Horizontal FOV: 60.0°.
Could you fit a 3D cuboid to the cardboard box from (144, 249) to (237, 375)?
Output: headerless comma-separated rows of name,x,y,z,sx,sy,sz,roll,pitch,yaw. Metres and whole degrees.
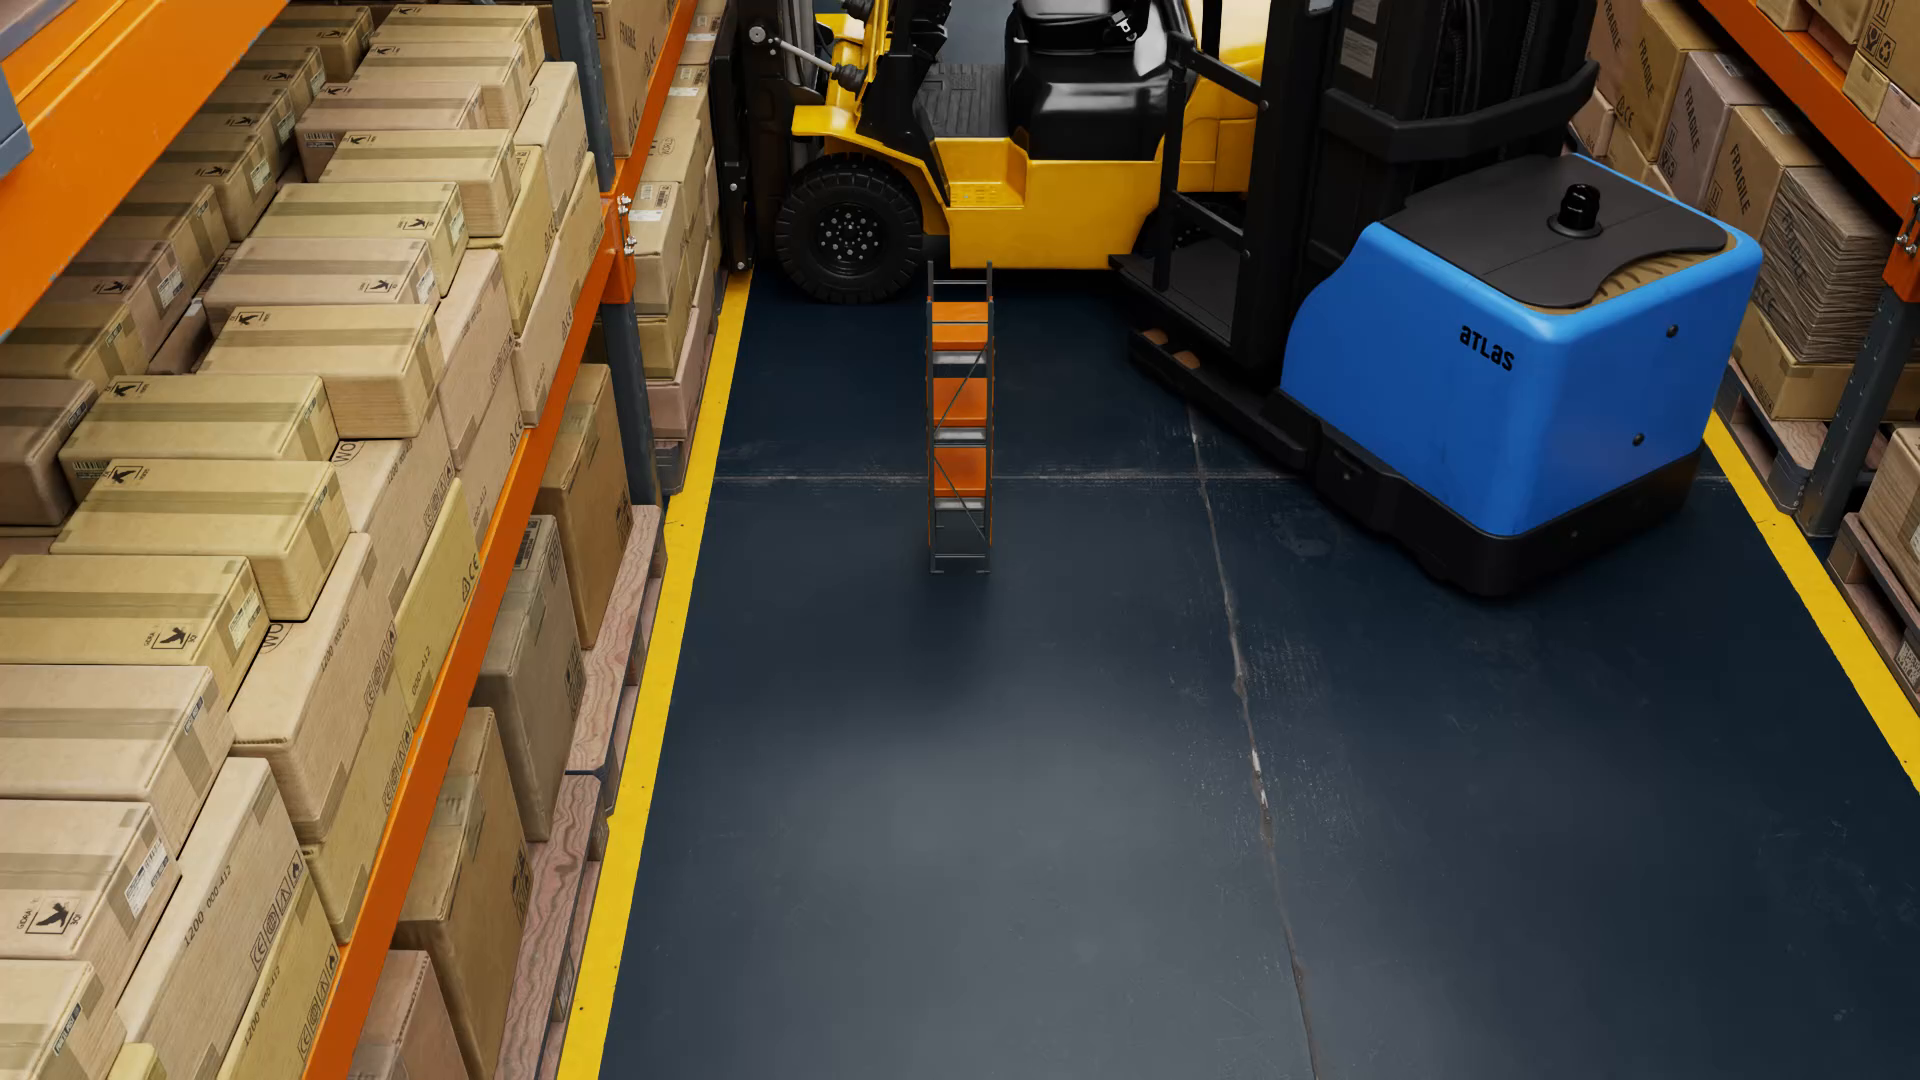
cardboard box,-1.811,-0.389,3.557,0.500,0.250,0.500,-1,39,-1

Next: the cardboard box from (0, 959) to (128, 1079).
cardboard box,-1.238,0.637,1.958,0.380,0.149,0.250,1,39,1

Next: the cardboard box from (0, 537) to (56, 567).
cardboard box,-1.809,0.245,2.765,0.500,0.250,0.500,0,39,0

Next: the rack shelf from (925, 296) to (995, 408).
rack shelf,0.000,-0.589,5.209,0.215,0.259,0.240,0,39,0

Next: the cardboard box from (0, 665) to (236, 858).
cardboard box,-1.277,0.313,2.362,0.380,0.149,0.250,0,39,0

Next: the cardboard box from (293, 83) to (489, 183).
cardboard box,-1.347,-0.970,3.963,0.380,0.149,0.250,0,39,0

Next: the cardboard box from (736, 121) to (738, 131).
cardboard box,-1.218,-1.740,6.985,0.500,0.250,0.500,0,39,0

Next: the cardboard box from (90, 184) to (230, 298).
cardboard box,-1.806,-0.638,3.549,0.380,0.149,0.250,0,39,0

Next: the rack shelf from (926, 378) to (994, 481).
rack shelf,0.000,-0.368,5.387,0.215,0.259,0.240,0,39,0

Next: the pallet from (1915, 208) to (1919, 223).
pallet,3.284,-0.659,4.327,1.003,0.211,1.213,0,39,0

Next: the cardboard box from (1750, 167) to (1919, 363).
cardboard box,3.160,-0.965,5.819,0.500,0.500,0.500,-1,39,-1

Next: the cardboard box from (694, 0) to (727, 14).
cardboard box,-1.210,-2.266,7.242,0.500,0.250,0.500,0,39,1

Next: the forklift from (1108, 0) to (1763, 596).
forklift,1.327,-1.852,5.718,1.130,2.935,3.031,-22,44,-25

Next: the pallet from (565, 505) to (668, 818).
pallet,-1.495,0.343,5.153,1.003,0.211,1.213,0,39,0

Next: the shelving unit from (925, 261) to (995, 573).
shelving unit,0.000,-0.376,5.380,0.215,1.050,0.252,0,39,0

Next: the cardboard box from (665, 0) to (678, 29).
cardboard box,-1.293,-2.165,5.973,0.500,0.500,0.500,0,39,0

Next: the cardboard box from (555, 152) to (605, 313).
cardboard box,-1.273,-0.832,4.510,0.500,0.250,0.500,1,39,1

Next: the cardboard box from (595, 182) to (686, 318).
cardboard box,-1.222,-0.989,5.649,0.500,0.250,0.500,-1,39,-1

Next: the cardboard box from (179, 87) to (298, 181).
cardboard box,-1.802,-0.954,3.943,0.380,0.149,0.250,0,39,0

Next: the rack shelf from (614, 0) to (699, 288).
rack shelf,-1.537,-2.176,6.641,1.077,0.370,4.000,0,39,0

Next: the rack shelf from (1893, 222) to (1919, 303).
rack shelf,3.431,0.320,3.527,1.077,0.370,4.000,0,39,0

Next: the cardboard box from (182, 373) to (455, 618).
cardboard box,-1.294,-0.078,3.169,0.500,0.250,0.500,0,39,1

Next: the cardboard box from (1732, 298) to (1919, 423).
cardboard box,3.159,-0.672,6.053,0.500,0.250,0.500,2,39,2

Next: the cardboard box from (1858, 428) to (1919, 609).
cardboard box,3.432,-0.022,5.144,0.950,0.372,0.625,0,39,1

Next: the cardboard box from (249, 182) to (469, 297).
cardboard box,-1.276,-0.642,3.553,0.380,0.149,0.250,-1,39,-1

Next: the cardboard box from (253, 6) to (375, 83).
cardboard box,-1.749,-1.278,4.347,0.380,0.149,0.250,-1,39,-1

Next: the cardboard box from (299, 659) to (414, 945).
cardboard box,-1.290,0.440,2.922,0.500,0.250,0.500,-1,39,-2

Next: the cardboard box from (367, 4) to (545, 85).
cardboard box,-1.313,-1.284,4.355,0.380,0.149,0.250,1,39,2

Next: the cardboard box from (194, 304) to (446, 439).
cardboard box,-1.204,-0.320,3.151,0.380,0.149,0.250,-1,39,-1

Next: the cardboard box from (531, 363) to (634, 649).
cardboard box,-1.523,-0.117,5.060,0.875,0.625,0.625,2,39,2

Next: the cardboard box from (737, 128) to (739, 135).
cardboard box,-1.217,-1.556,7.156,0.500,0.250,0.500,1,39,1

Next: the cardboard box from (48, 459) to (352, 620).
cardboard box,-1.248,-0.003,2.756,0.380,0.149,0.250,1,39,1

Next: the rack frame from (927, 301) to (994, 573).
rack frame,0.000,-0.300,5.285,0.200,1.050,0.008,0,39,0

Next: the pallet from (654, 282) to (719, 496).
pallet,-1.494,-0.615,6.348,1.003,0.211,1.213,0,39,0

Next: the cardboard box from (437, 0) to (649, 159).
cardboard box,-1.274,-1.522,5.171,0.500,0.500,0.500,-1,39,-1

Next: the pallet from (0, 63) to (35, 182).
pallet,-1.621,-0.225,1.385,1.213,0.211,1.003,2,39,2

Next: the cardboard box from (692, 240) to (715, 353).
cardboard box,-1.221,-0.917,6.358,0.500,0.250,0.500,-1,39,-1

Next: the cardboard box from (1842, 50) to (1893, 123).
cardboard box,3.116,-1.470,5.387,0.380,0.149,0.250,1,39,1

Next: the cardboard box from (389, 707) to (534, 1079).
cardboard box,-1.527,0.839,3.868,0.875,0.625,0.625,-2,39,-2

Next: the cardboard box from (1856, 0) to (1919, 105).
cardboard box,3.179,-1.644,5.085,0.500,0.500,0.500,-1,39,-1

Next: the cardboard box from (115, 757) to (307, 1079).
cardboard box,-1.286,0.568,2.362,0.500,0.250,0.500,1,39,1

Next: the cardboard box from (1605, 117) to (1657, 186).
cardboard box,3.155,-1.639,7.259,0.500,0.250,0.500,2,39,3

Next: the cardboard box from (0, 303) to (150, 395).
cardboard box,-1.794,-0.324,3.157,0.380,0.149,0.250,0,39,0

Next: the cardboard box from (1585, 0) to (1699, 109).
cardboard box,3.154,-2.250,7.422,0.500,0.500,0.500,-1,39,-2

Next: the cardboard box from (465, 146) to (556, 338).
cardboard box,-1.271,-0.714,3.962,0.500,0.250,0.500,-1,39,-1

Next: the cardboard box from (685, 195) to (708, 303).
cardboard box,-1.229,-1.109,6.199,0.500,0.250,0.500,0,39,0

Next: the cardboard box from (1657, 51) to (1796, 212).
cardboard box,3.156,-1.602,6.614,0.500,0.500,0.500,2,39,2

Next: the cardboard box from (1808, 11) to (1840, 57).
cardboard box,3.208,-1.789,5.785,0.380,0.149,0.250,-1,39,-1

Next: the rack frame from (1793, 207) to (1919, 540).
rack frame,3.429,-1.212,4.863,1.000,3.000,0.127,0,39,0

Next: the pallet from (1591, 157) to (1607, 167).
pallet,3.388,-1.308,7.214,1.003,0.211,1.213,0,39,0

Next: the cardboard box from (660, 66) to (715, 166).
cardboard box,-1.224,-1.620,6.437,0.500,0.250,0.500,1,39,1

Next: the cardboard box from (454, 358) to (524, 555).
cardboard box,-1.297,-0.207,3.730,0.500,0.250,0.500,0,39,0
